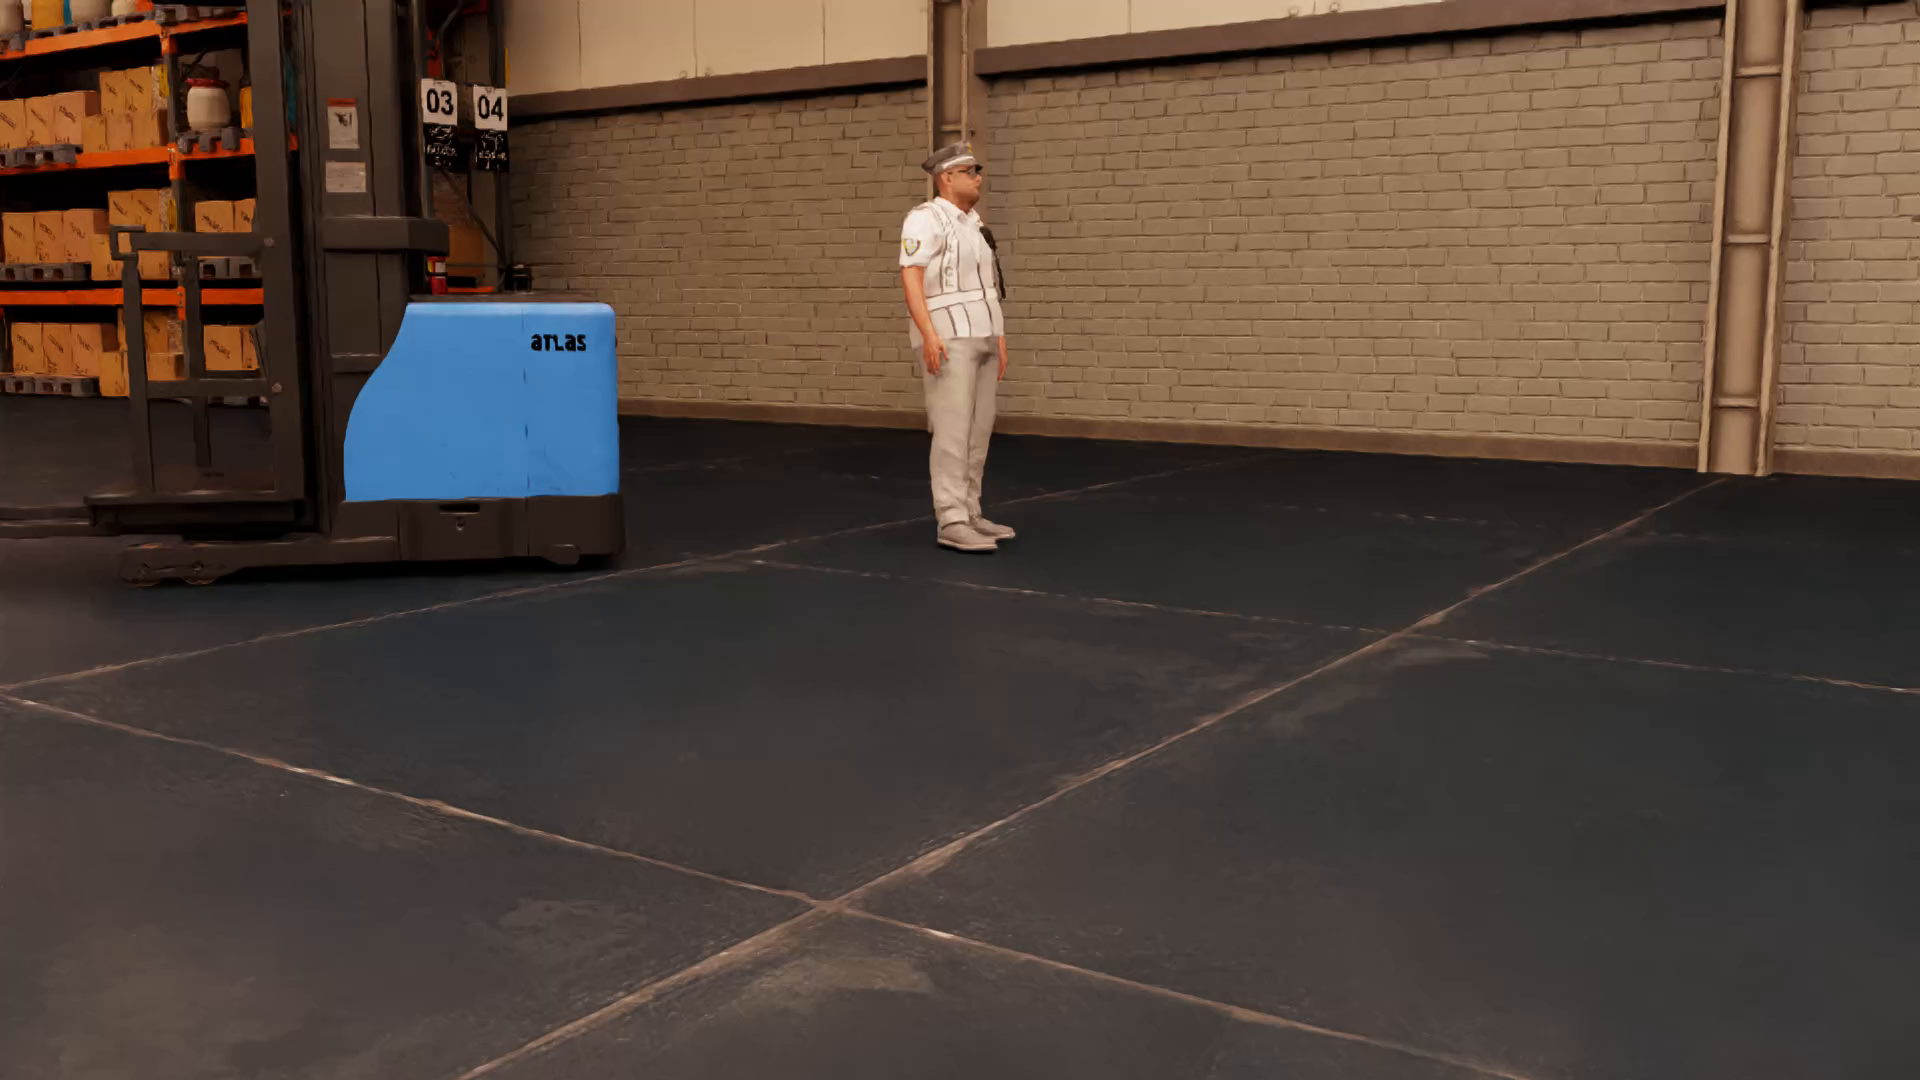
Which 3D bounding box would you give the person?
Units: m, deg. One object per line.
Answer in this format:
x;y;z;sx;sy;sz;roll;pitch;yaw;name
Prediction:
0.058;-0.883;7.424;0.574;1.781;0.640;5;10;34;person

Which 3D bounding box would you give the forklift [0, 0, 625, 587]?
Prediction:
-2.943;-1.352;6.702;3.031;2.935;1.130;-2;8;-12;forklift
